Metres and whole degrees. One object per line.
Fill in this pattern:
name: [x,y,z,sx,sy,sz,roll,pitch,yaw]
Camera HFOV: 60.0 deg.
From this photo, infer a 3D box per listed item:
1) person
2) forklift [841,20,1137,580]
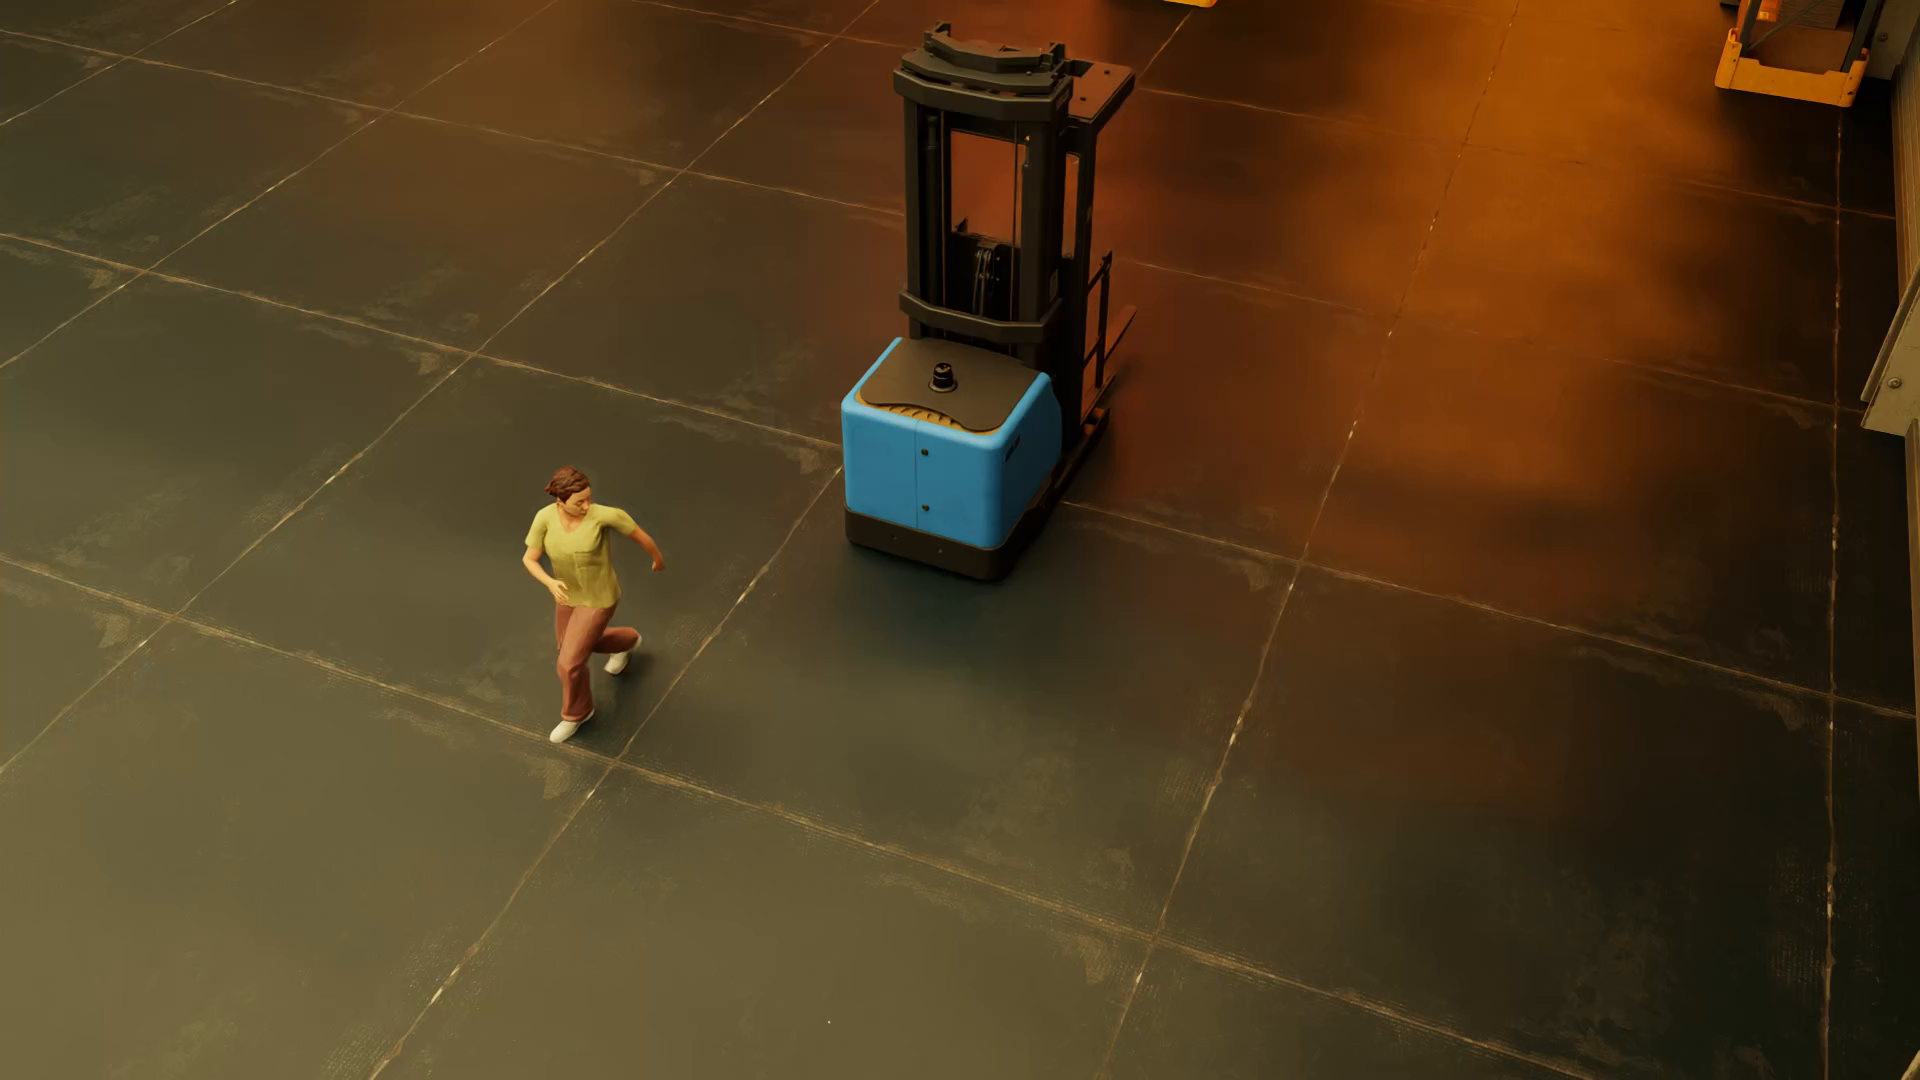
person: [-1.962,0.274,8.743,0.495,1.589,0.838,19,44,22]
forklift: [0.353,-1.831,10.194,1.130,2.935,3.031,16,42,18]
